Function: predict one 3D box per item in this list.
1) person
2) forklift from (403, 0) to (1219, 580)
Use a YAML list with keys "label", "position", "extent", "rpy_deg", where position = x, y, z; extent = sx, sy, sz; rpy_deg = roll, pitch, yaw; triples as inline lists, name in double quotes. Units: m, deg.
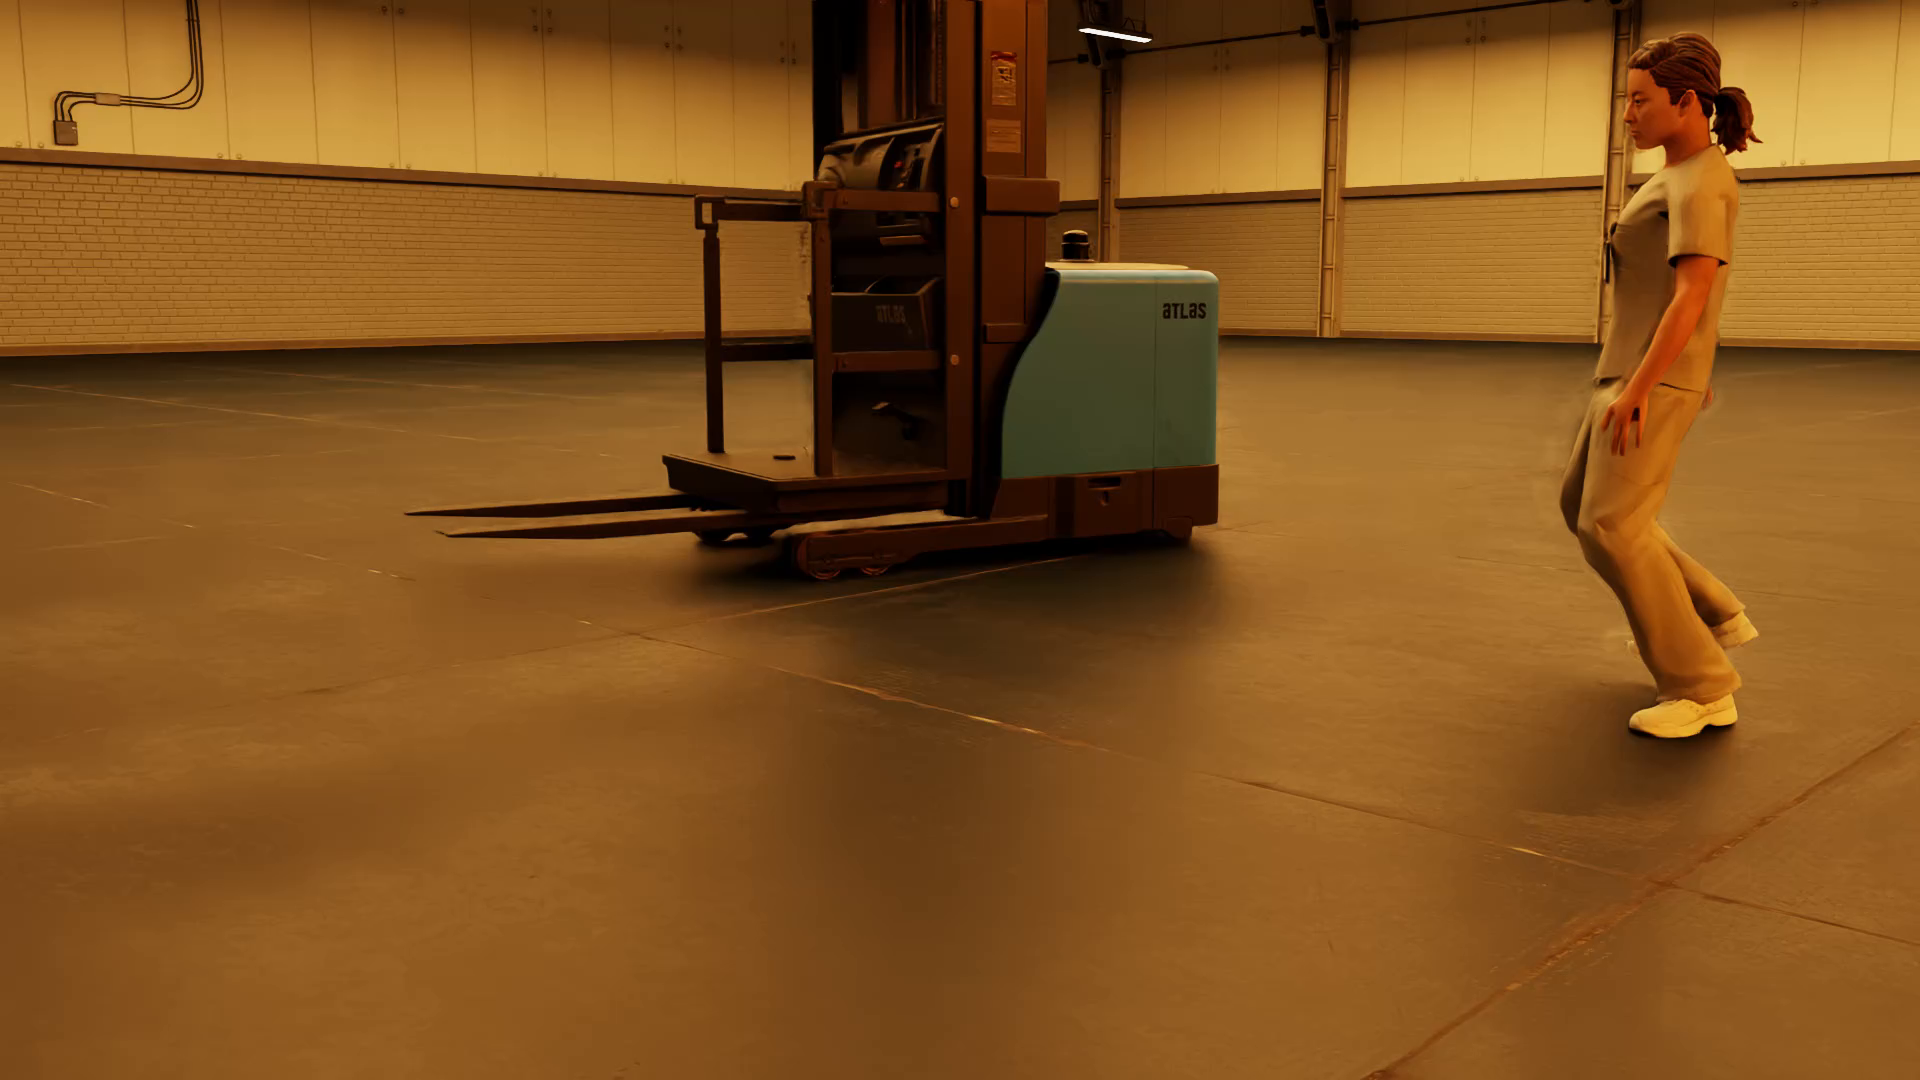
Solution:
- label: "person"
  position: [1.700, -0.389, 4.004]
  extent: [0.490, 1.590, 0.790]
  rpy_deg: [4, 9, 25]
- label: "forklift"
  position: [-0.495, -1.399, 6.165]
  extent: [3.031, 2.935, 1.130]
  rpy_deg: [-5, 10, -30]
